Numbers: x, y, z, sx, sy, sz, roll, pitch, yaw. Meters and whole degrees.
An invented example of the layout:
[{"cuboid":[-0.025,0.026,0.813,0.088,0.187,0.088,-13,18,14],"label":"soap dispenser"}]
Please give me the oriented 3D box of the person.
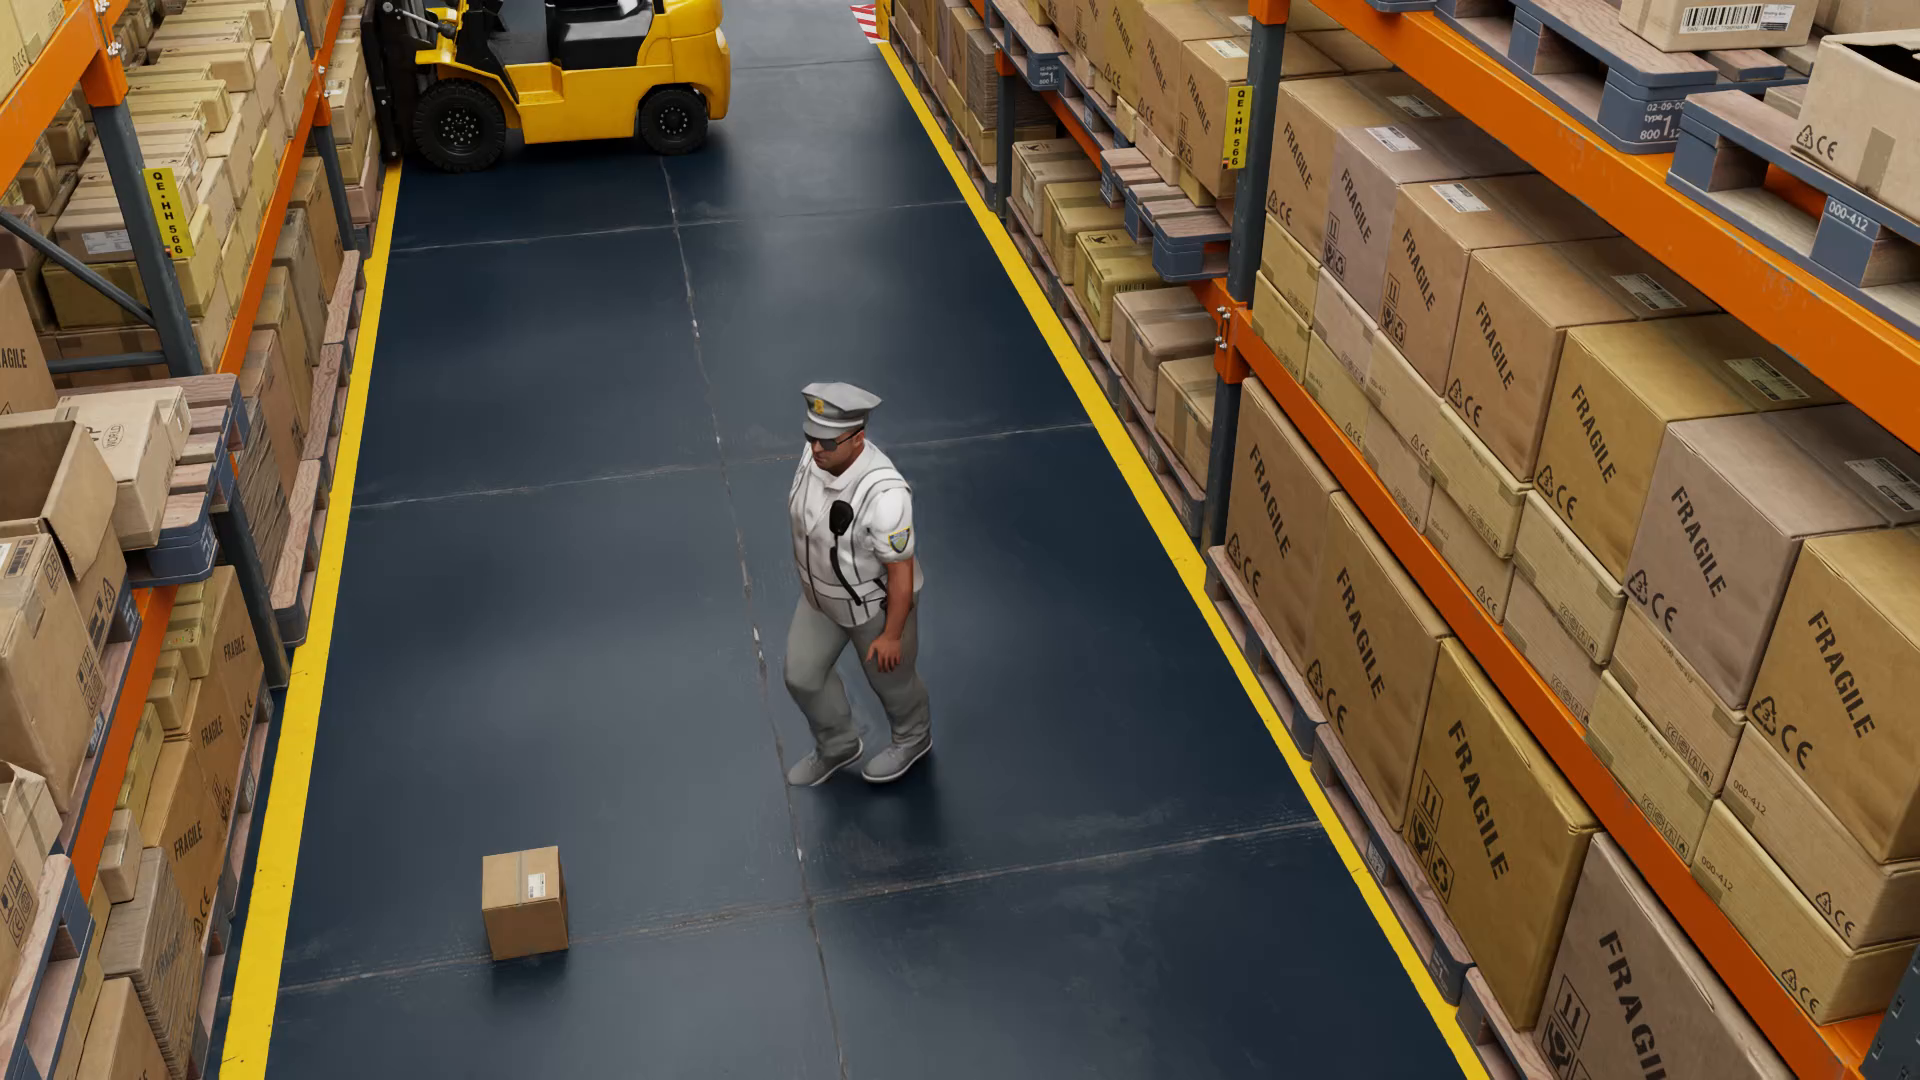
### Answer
[{"cuboid":[-0.323,0.197,5.859,0.568,1.800,0.535,29,44,36],"label":"person"}]
